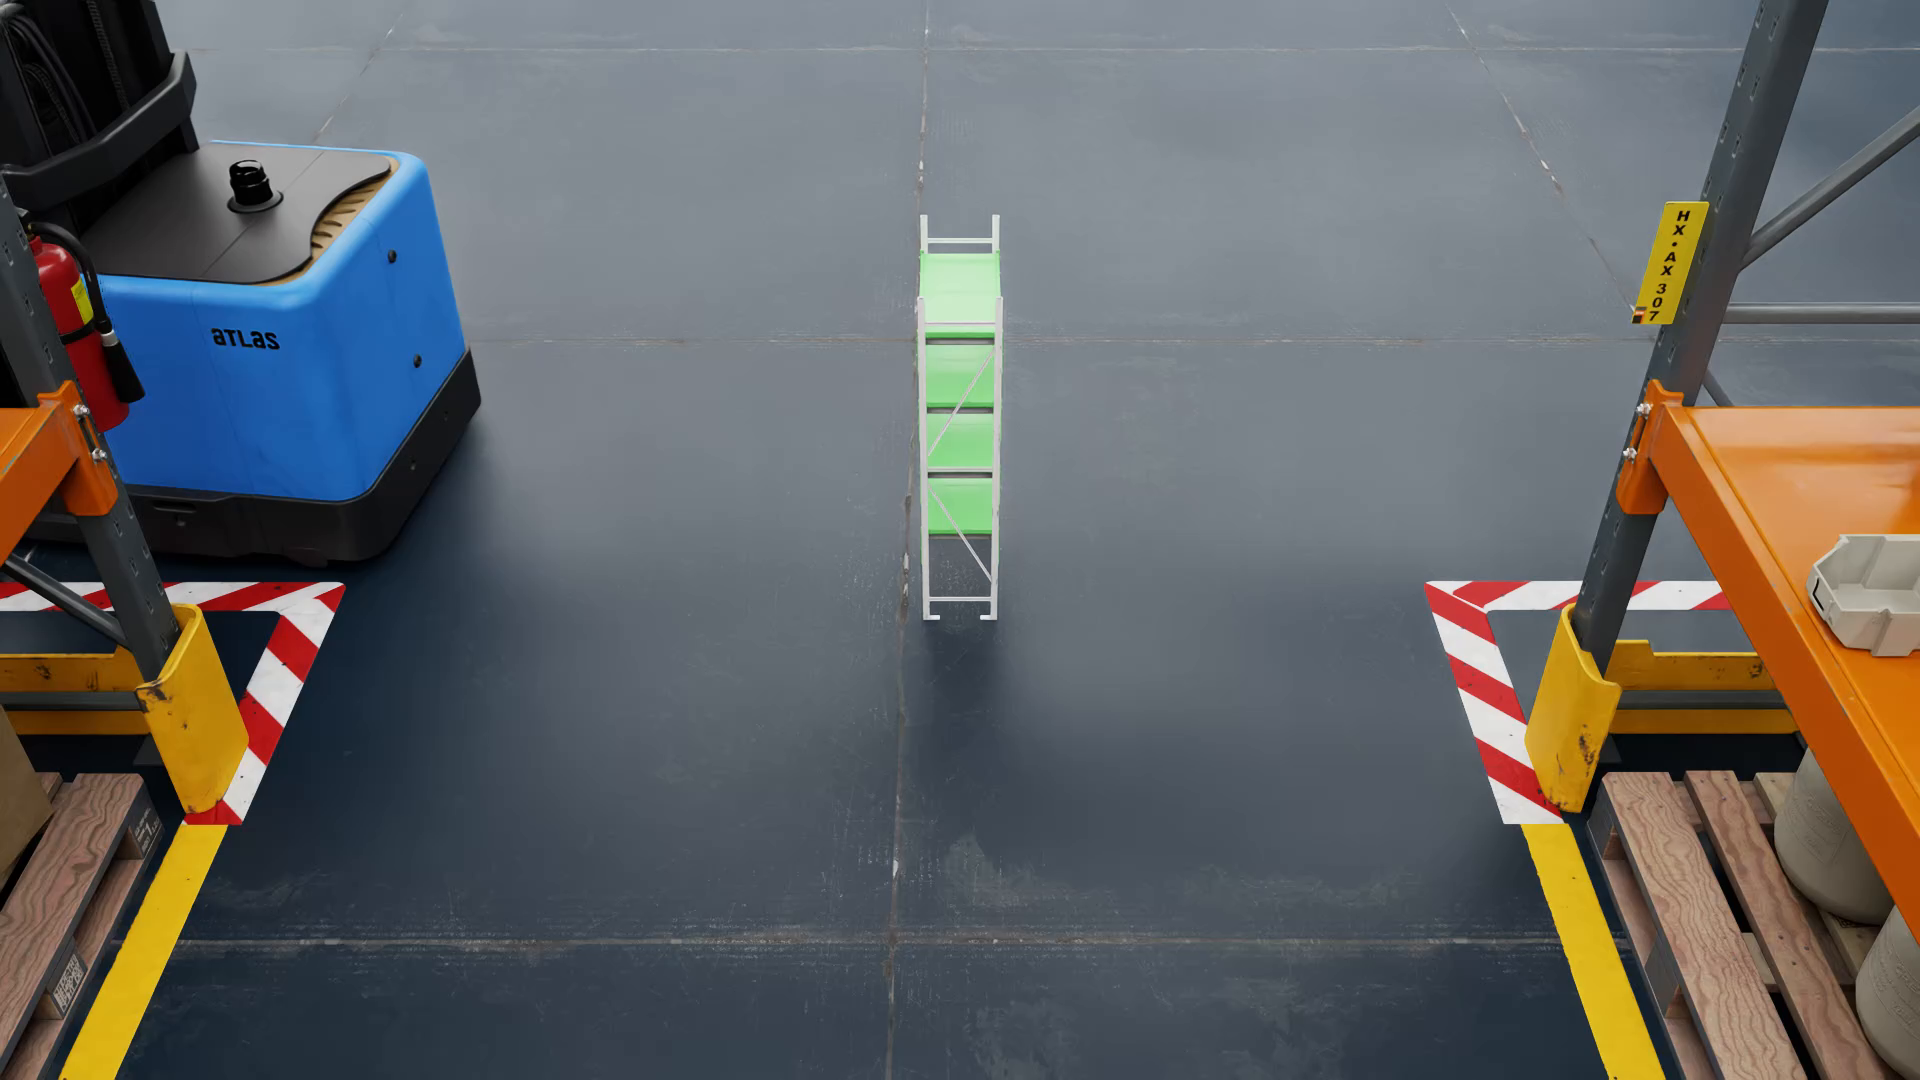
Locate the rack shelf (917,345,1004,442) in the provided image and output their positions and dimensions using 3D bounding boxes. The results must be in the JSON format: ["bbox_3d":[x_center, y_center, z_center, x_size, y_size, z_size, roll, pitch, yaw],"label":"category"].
[{"bbox_3d":[0.000,-0.502,5.135,0.258,0.148,0.480,0,39,0],"label":"rack shelf"}]

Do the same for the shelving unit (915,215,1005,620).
[{"bbox_3d":[0.000,-0.365,5.246,0.258,1.200,0.503,0,39,0],"label":"shelving unit"}]

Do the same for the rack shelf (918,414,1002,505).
[{"bbox_3d":[0.000,-0.315,5.286,0.258,0.148,0.480,0,39,0],"label":"rack shelf"}]

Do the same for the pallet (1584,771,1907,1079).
[{"bbox_3d":[2.276,1.100,4.208,1.003,0.211,1.213,0,39,0],"label":"pallet"}]

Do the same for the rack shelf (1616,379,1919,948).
[{"bbox_3d":[2.235,0.988,2.694,1.077,0.370,4.000,0,39,0],"label":"rack shelf"}]

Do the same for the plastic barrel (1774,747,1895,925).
[{"bbox_3d":[2.310,0.675,4.162,0.421,0.512,0.421,0,39,0],"label":"plastic barrel"}]

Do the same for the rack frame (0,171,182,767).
[{"bbox_3d":[-2.720,-0.540,4.025,1.000,3.000,0.127,0,39,0],"label":"rack frame"}]

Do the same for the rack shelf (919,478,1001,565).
[{"bbox_3d":[0.000,-0.128,5.436,0.258,0.148,0.480,0,39,0],"label":"rack shelf"}]

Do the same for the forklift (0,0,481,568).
[{"bbox_3d":[-3.367,-1.463,5.232,3.031,2.935,1.130,5,39,6],"label":"forklift"}]

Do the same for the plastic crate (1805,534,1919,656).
[{"bbox_3d":[1.912,0.119,3.413,0.298,0.136,0.250,0,39,0],"label":"plastic crate"}]

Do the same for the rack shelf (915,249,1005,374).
[{"bbox_3d":[0.000,-0.689,4.985,0.258,0.148,0.480,0,39,0],"label":"rack shelf"}]

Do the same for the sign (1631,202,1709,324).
[{"bbox_3d":[1.683,-0.654,3.946,0.100,0.325,0.005,0,39,0],"label":"sign"}]

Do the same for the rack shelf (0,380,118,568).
[{"bbox_3d":[-2.717,0.992,2.689,1.077,0.370,4.000,0,39,0],"label":"rack shelf"}]

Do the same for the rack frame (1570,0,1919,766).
[{"bbox_3d":[2.233,-0.543,4.029,1.000,3.000,0.127,0,39,0],"label":"rack frame"}]

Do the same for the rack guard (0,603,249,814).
[{"bbox_3d":[-2.720,0.483,4.747,1.175,0.500,0.348,0,39,0],"label":"rack guard"}]

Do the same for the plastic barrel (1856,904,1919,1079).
[{"bbox_3d":[2.311,0.989,3.771,0.421,0.512,0.421,0,39,0],"label":"plastic barrel"}]

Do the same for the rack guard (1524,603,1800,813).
[{"bbox_3d":[2.280,0.480,4.752,1.175,0.500,0.348,0,39,0],"label":"rack guard"}]

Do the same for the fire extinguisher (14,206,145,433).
[{"bbox_3d":[-2.259,-0.581,4.139,0.296,0.674,0.183,0,39,0],"label":"fire extinguisher"}]

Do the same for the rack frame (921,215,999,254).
[{"bbox_3d":[0.000,-0.517,5.436,0.240,1.200,0.015,0,39,0],"label":"rack frame"}]

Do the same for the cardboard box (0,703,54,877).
[{"bbox_3d":[-2.736,0.662,4.188,0.500,0.500,0.500,7,39,8],"label":"cardboard box"}]

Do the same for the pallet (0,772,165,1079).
[{"bbox_3d":[-2.754,1.104,4.204,1.003,0.211,1.213,0,39,0],"label":"pallet"}]

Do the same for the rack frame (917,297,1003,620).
[{"bbox_3d":[0.000,-0.212,5.055,0.240,1.200,0.015,0,39,0],"label":"rack frame"}]
